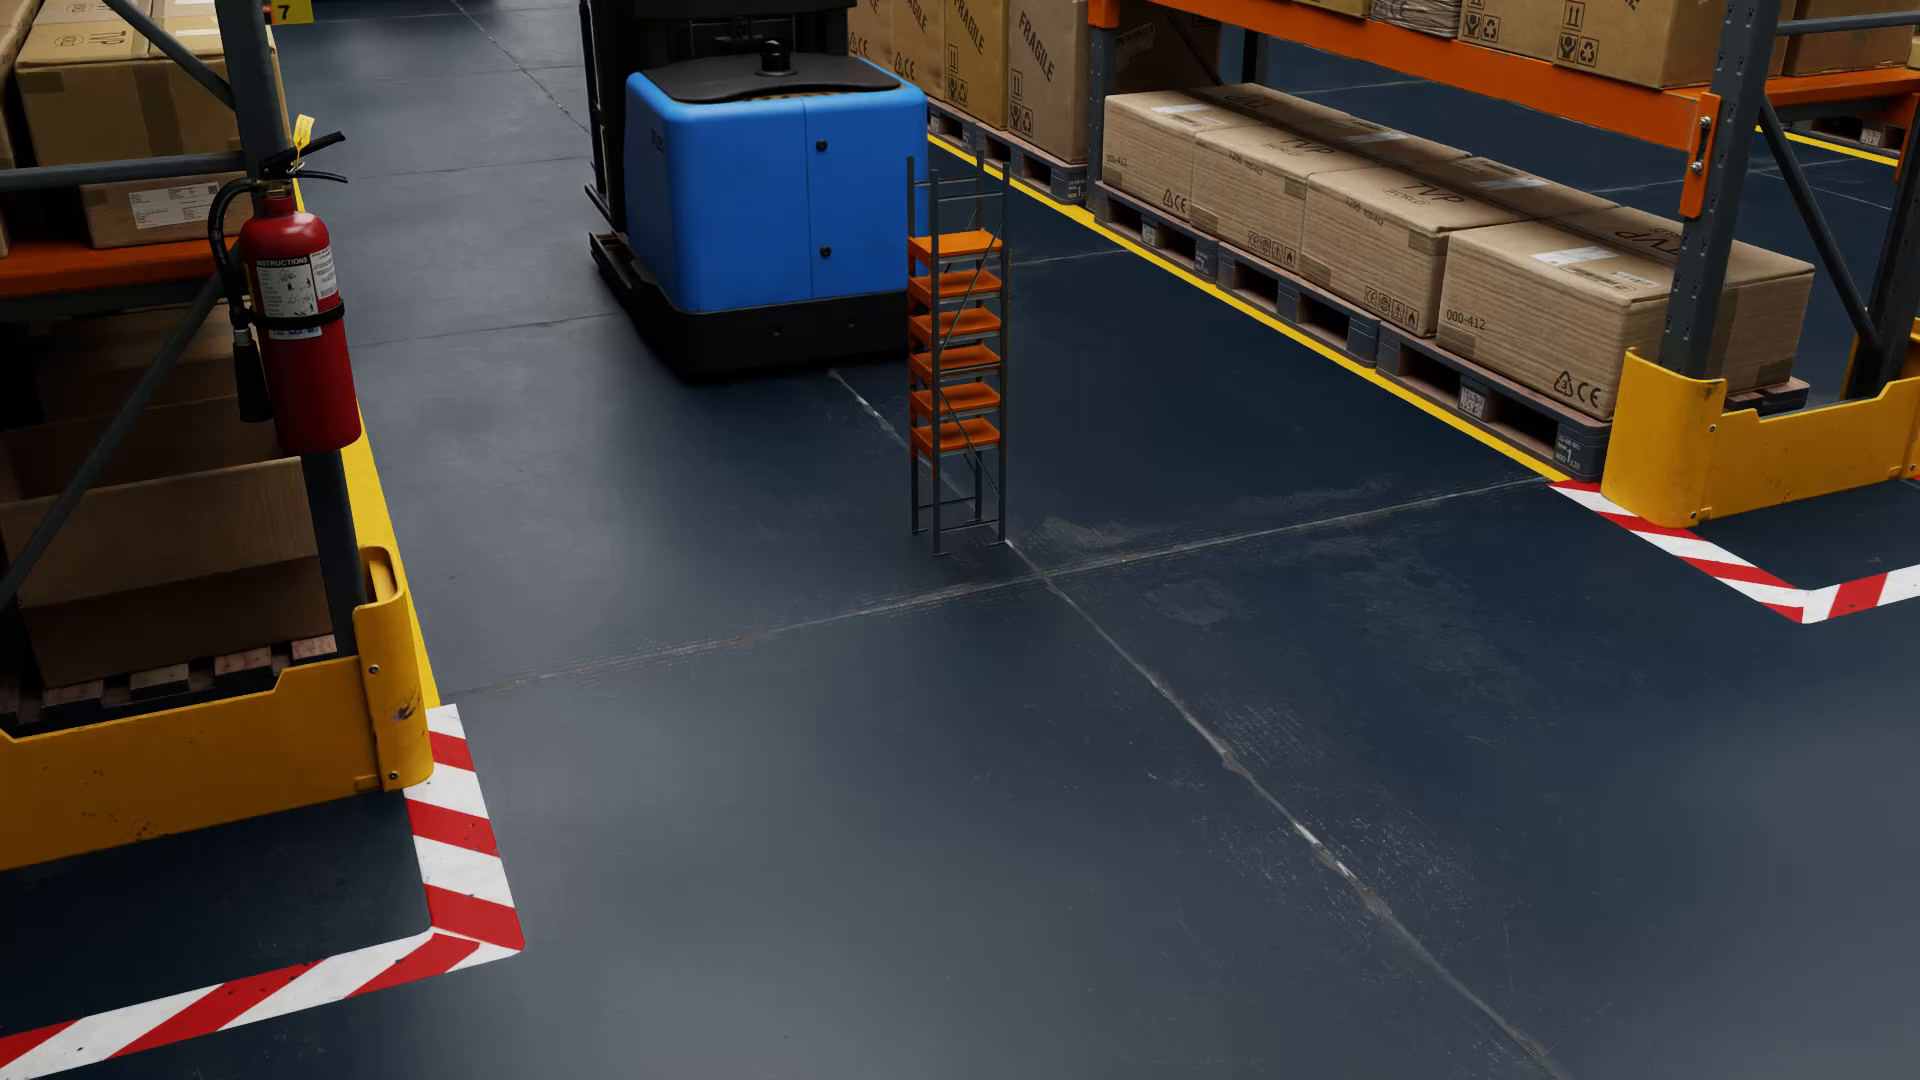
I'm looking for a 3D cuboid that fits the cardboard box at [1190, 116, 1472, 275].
[{"bbox_3d":[1.649,-1.573,7.494,0.875,0.438,0.875,-11,28,-22],"label":"cardboard box"}]

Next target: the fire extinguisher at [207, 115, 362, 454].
[{"bbox_3d":[-1.365,-0.517,3.404,0.296,0.674,0.183,-11,28,-21],"label":"fire extinguisher"}]

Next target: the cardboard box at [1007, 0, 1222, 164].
[{"bbox_3d":[0.835,-2.639,9.180,0.875,0.875,0.875,-10,28,-19],"label":"cardboard box"}]

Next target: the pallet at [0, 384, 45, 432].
[{"bbox_3d":[-2.665,-0.290,5.605,1.003,0.211,1.213,-11,28,-21],"label":"pallet"}]

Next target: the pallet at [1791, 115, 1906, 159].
[{"bbox_3d":[5.962,-2.542,10.216,1.003,0.211,1.213,-11,28,-21],"label":"pallet"}]

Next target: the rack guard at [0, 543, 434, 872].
[{"bbox_3d":[-1.878,0.393,3.875,1.175,0.500,0.348,-11,28,-21],"label":"rack guard"}]

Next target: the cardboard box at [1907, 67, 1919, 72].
[{"bbox_3d":[5.824,-2.721,9.836,0.380,0.149,0.250,-11,28,-21],"label":"cardboard box"}]

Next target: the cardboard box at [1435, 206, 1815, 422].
[{"bbox_3d":[2.367,-0.841,5.994,0.875,0.438,0.875,-12,28,-22],"label":"cardboard box"}]

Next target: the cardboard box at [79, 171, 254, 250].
[{"bbox_3d":[-1.725,-0.766,3.687,0.380,0.149,0.250,-11,28,-21],"label":"cardboard box"}]

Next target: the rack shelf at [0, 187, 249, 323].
[{"bbox_3d":[-2.632,-1.184,5.075,1.077,0.370,4.000,-11,28,-21],"label":"rack shelf"}]

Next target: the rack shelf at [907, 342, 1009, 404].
[{"bbox_3d":[-0.006,-0.505,5.018,0.258,0.103,0.180,-11,28,-21],"label":"rack shelf"}]

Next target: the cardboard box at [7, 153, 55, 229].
[{"bbox_3d":[-2.268,-0.787,3.730,0.380,0.149,0.250,-10,28,-19],"label":"cardboard box"}]

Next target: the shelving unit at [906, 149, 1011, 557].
[{"bbox_3d":[-0.006,-0.545,4.999,0.258,1.200,0.189,-11,28,-21],"label":"shelving unit"}]

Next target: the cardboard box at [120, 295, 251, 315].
[{"bbox_3d":[-2.415,-0.611,5.452,0.500,0.500,0.500,-10,28,-20],"label":"cardboard box"}]

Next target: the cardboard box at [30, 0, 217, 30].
[{"bbox_3d":[-1.976,-1.199,4.118,0.500,0.250,0.500,-10,28,-20],"label":"cardboard box"}]

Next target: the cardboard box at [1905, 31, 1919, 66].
[{"bbox_3d":[5.664,-2.939,9.943,0.380,0.149,0.250,-9,27,-18],"label":"cardboard box"}]

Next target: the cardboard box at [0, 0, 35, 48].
[{"bbox_3d":[-2.473,-1.114,3.945,0.500,0.250,0.500,-10,28,-20],"label":"cardboard box"}]

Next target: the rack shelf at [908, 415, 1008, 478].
[{"bbox_3d":[-0.006,-0.289,5.124,0.258,0.103,0.180,-11,28,-21],"label":"rack shelf"}]

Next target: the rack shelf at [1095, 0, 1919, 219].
[{"bbox_3d":[1.934,-2.038,6.825,1.077,0.370,4.000,-11,28,-21],"label":"rack shelf"}]

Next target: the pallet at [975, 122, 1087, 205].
[{"bbox_3d":[0.779,-2.214,9.544,1.003,0.211,1.213,-11,28,-21],"label":"pallet"}]

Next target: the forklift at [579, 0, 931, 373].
[{"bbox_3d":[-1.111,-2.584,7.202,1.130,2.935,3.031,-10,28,-19],"label":"forklift"}]

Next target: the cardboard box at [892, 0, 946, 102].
[{"bbox_3d":[0.124,-3.364,10.663,0.875,0.875,0.875,-10,28,-20],"label":"cardboard box"}]

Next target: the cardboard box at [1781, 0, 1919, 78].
[{"bbox_3d":[2.794,-1.842,5.490,0.500,0.500,0.500,-11,28,-21],"label":"cardboard box"}]

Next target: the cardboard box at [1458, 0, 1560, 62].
[{"bbox_3d":[2.102,-1.953,5.718,0.500,0.500,0.500,-11,28,-22],"label":"cardboard box"}]

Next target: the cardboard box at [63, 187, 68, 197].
[{"bbox_3d":[-2.002,-0.961,4.086,0.380,0.149,0.250,-11,28,-21],"label":"cardboard box"}]

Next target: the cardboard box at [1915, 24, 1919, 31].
[{"bbox_3d":[6.045,-3.136,10.347,0.380,0.149,0.250,-10,28,-19],"label":"cardboard box"}]

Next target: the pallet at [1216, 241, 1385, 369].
[{"bbox_3d":[1.858,-1.102,7.266,1.003,0.211,1.213,-11,28,-21],"label":"pallet"}]

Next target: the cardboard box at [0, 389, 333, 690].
[{"bbox_3d":[-2.001,-0.030,4.259,0.797,0.503,0.637,-12,28,-23],"label":"cardboard box"}]

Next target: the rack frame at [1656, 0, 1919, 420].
[{"bbox_3d":[2.717,-1.554,5.014,1.000,3.000,0.127,-11,28,-21],"label":"rack frame"}]

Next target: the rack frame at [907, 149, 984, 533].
[{"bbox_3d":[-0.042,-0.582,5.074,0.240,1.200,0.006,-11,28,-21],"label":"rack frame"}]

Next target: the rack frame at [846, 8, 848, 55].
[{"bbox_3d":[-0.416,-4.784,11.628,1.000,3.000,0.127,-11,28,-21],"label":"rack frame"}]

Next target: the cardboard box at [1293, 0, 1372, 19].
[{"bbox_3d":[1.678,-2.365,6.562,0.500,0.500,0.500,-10,28,-19],"label":"cardboard box"}]

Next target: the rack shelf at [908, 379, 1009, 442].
[{"bbox_3d":[-0.006,-0.397,5.071,0.258,0.103,0.180,-11,28,-21],"label":"rack shelf"}]

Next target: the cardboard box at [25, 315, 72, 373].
[{"bbox_3d":[-3.204,-0.740,6.117,0.380,0.149,0.250,-11,28,-21],"label":"cardboard box"}]
